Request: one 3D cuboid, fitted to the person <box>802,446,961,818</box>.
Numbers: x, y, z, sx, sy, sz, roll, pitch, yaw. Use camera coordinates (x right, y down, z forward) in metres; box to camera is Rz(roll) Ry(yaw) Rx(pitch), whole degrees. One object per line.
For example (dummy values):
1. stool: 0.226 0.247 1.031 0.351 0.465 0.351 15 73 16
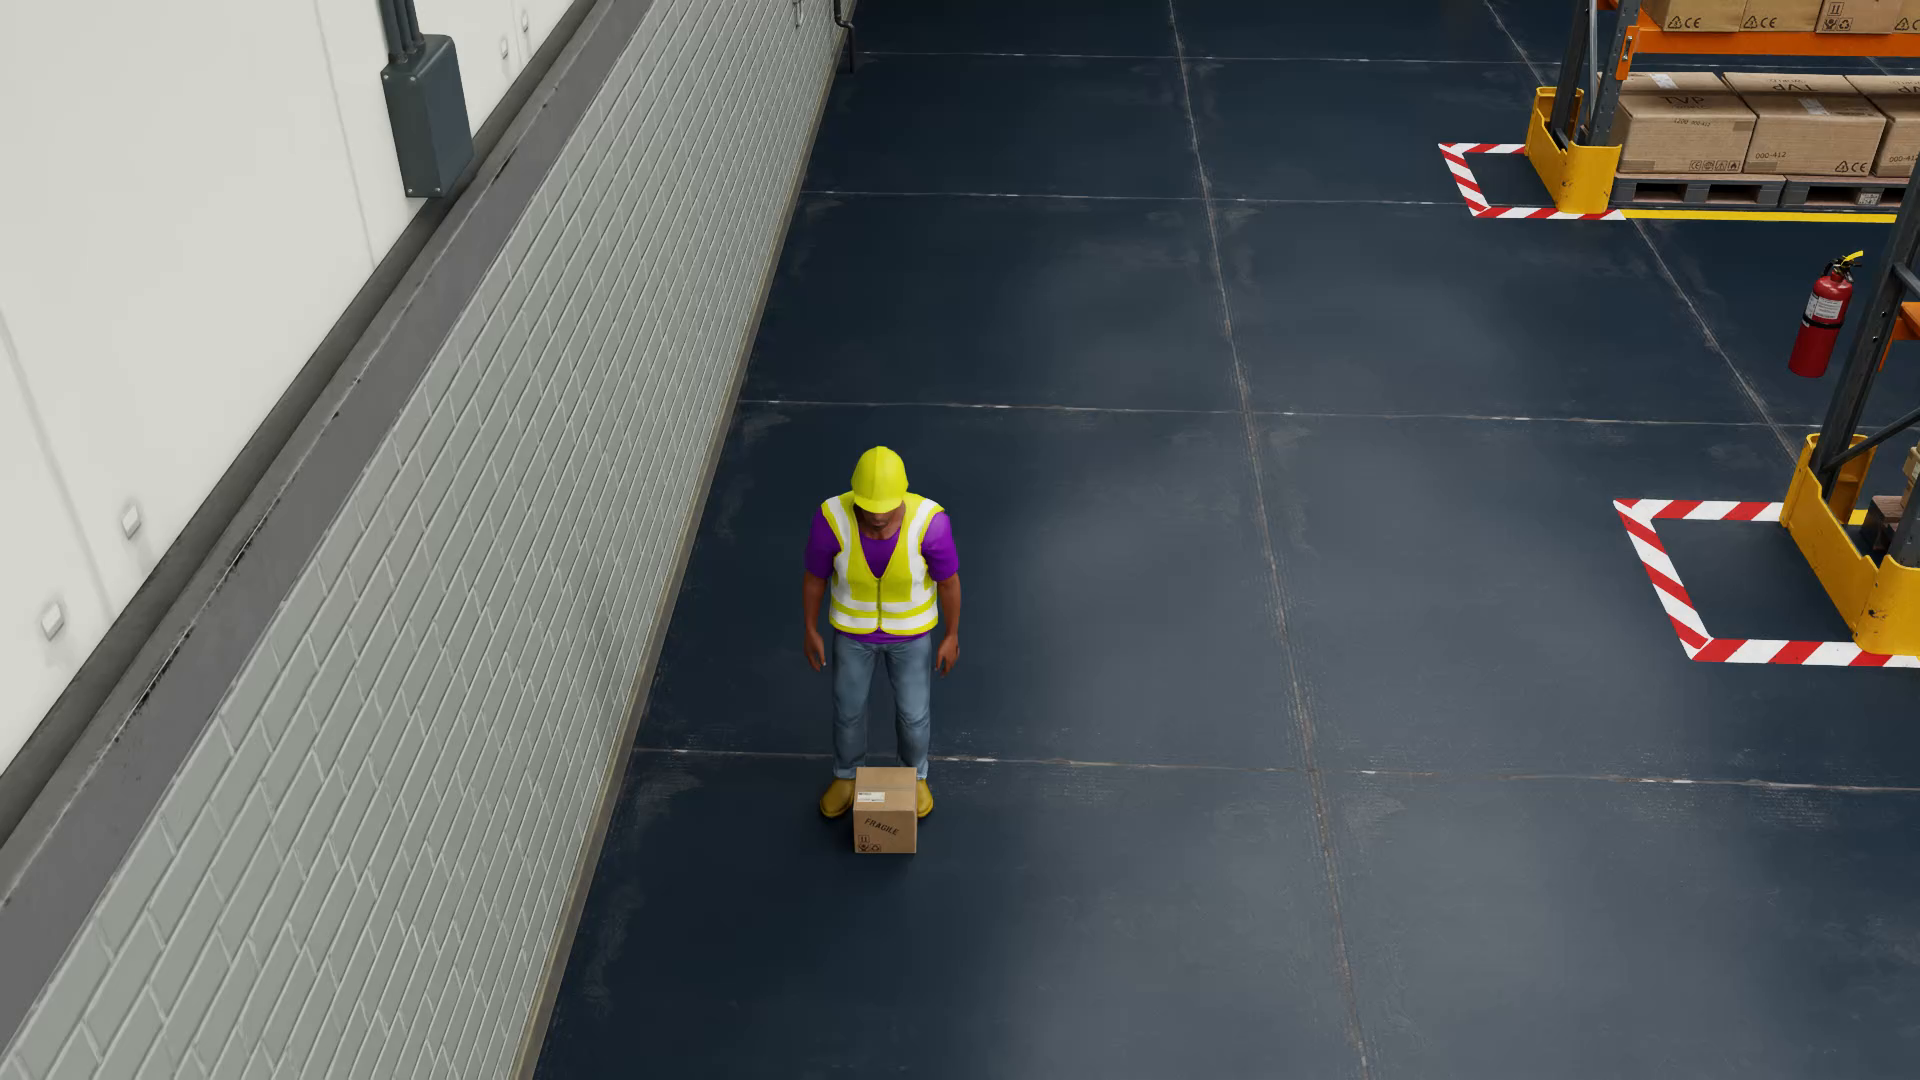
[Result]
1. person: -0.311 0.365 6.588 0.627 1.761 0.456 2 36 2
